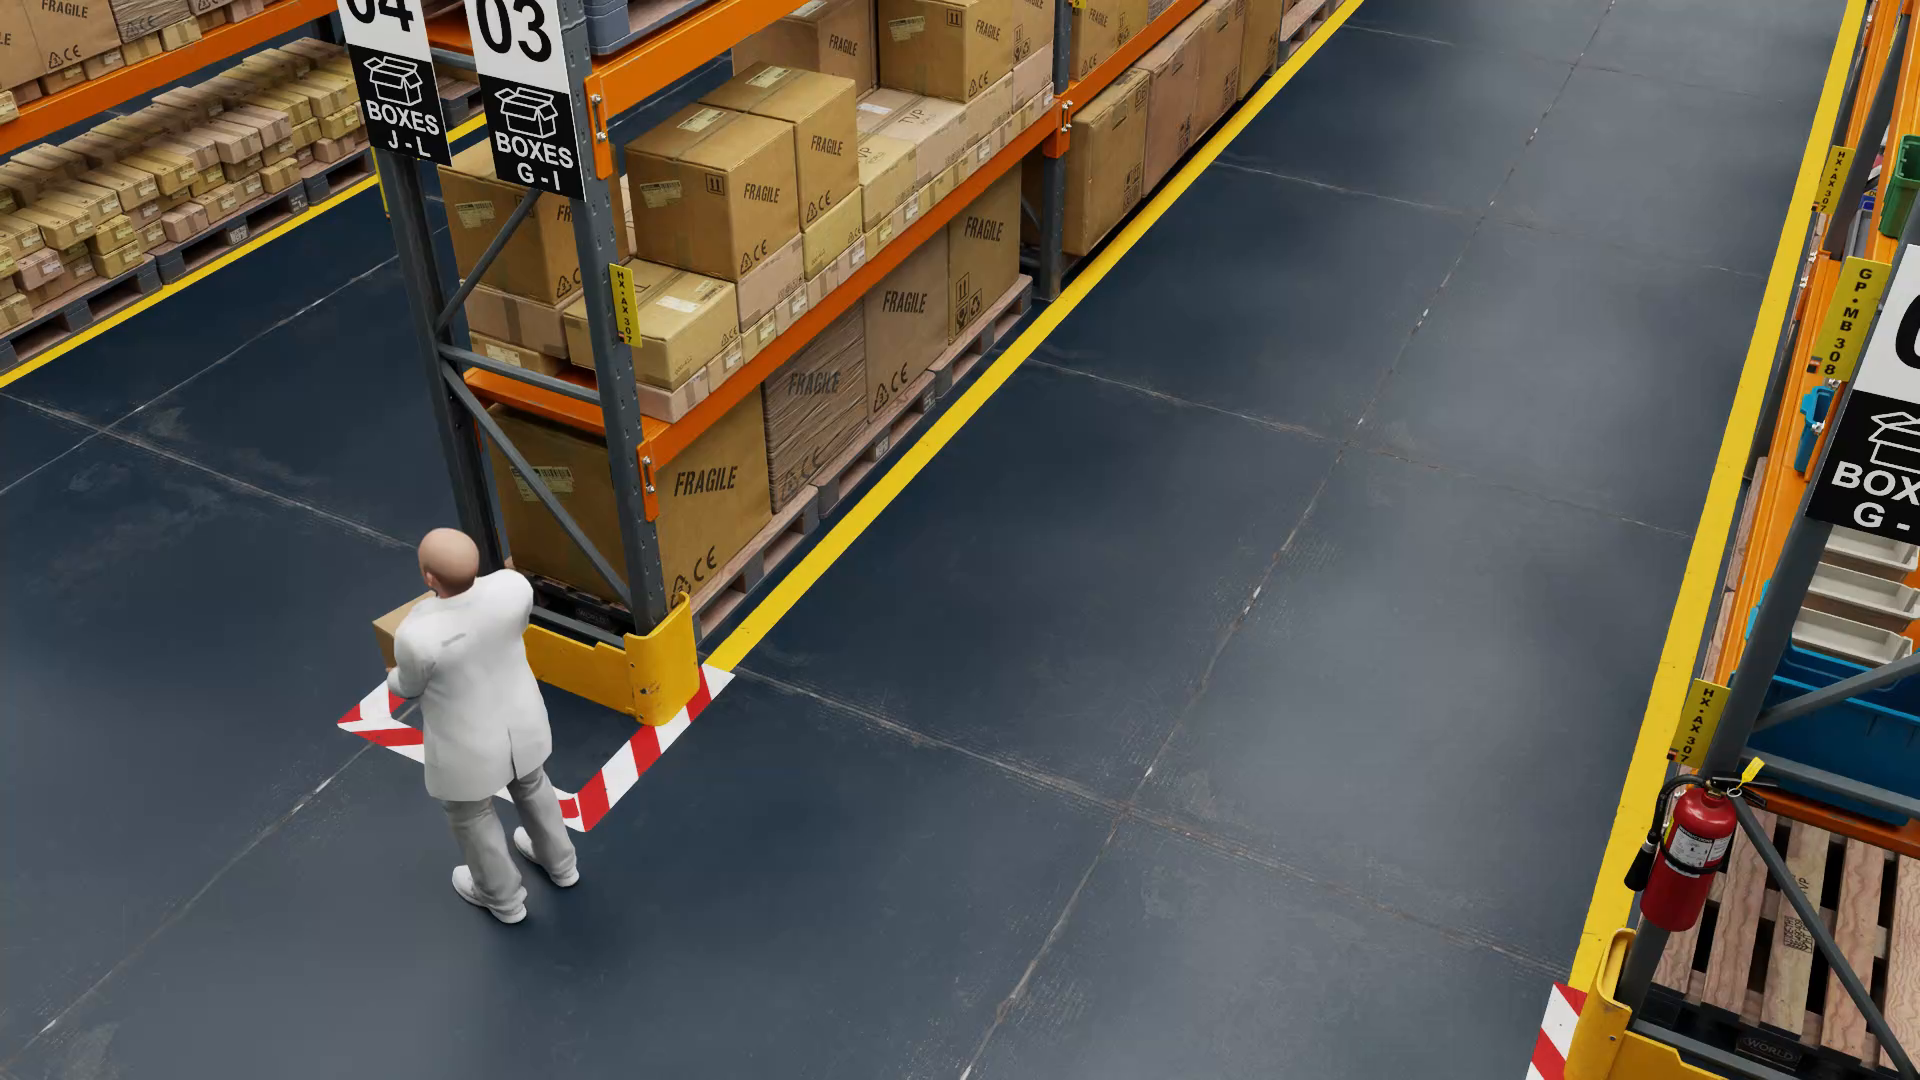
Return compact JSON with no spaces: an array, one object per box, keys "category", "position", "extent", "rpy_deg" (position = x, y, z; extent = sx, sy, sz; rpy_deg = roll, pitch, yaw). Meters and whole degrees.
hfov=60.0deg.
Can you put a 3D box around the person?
[{"category":"person","position":[-1.777,0.602,5.981],"extent":[0.563,1.770,0.530],"rpy_deg":[29,46,32]}]
